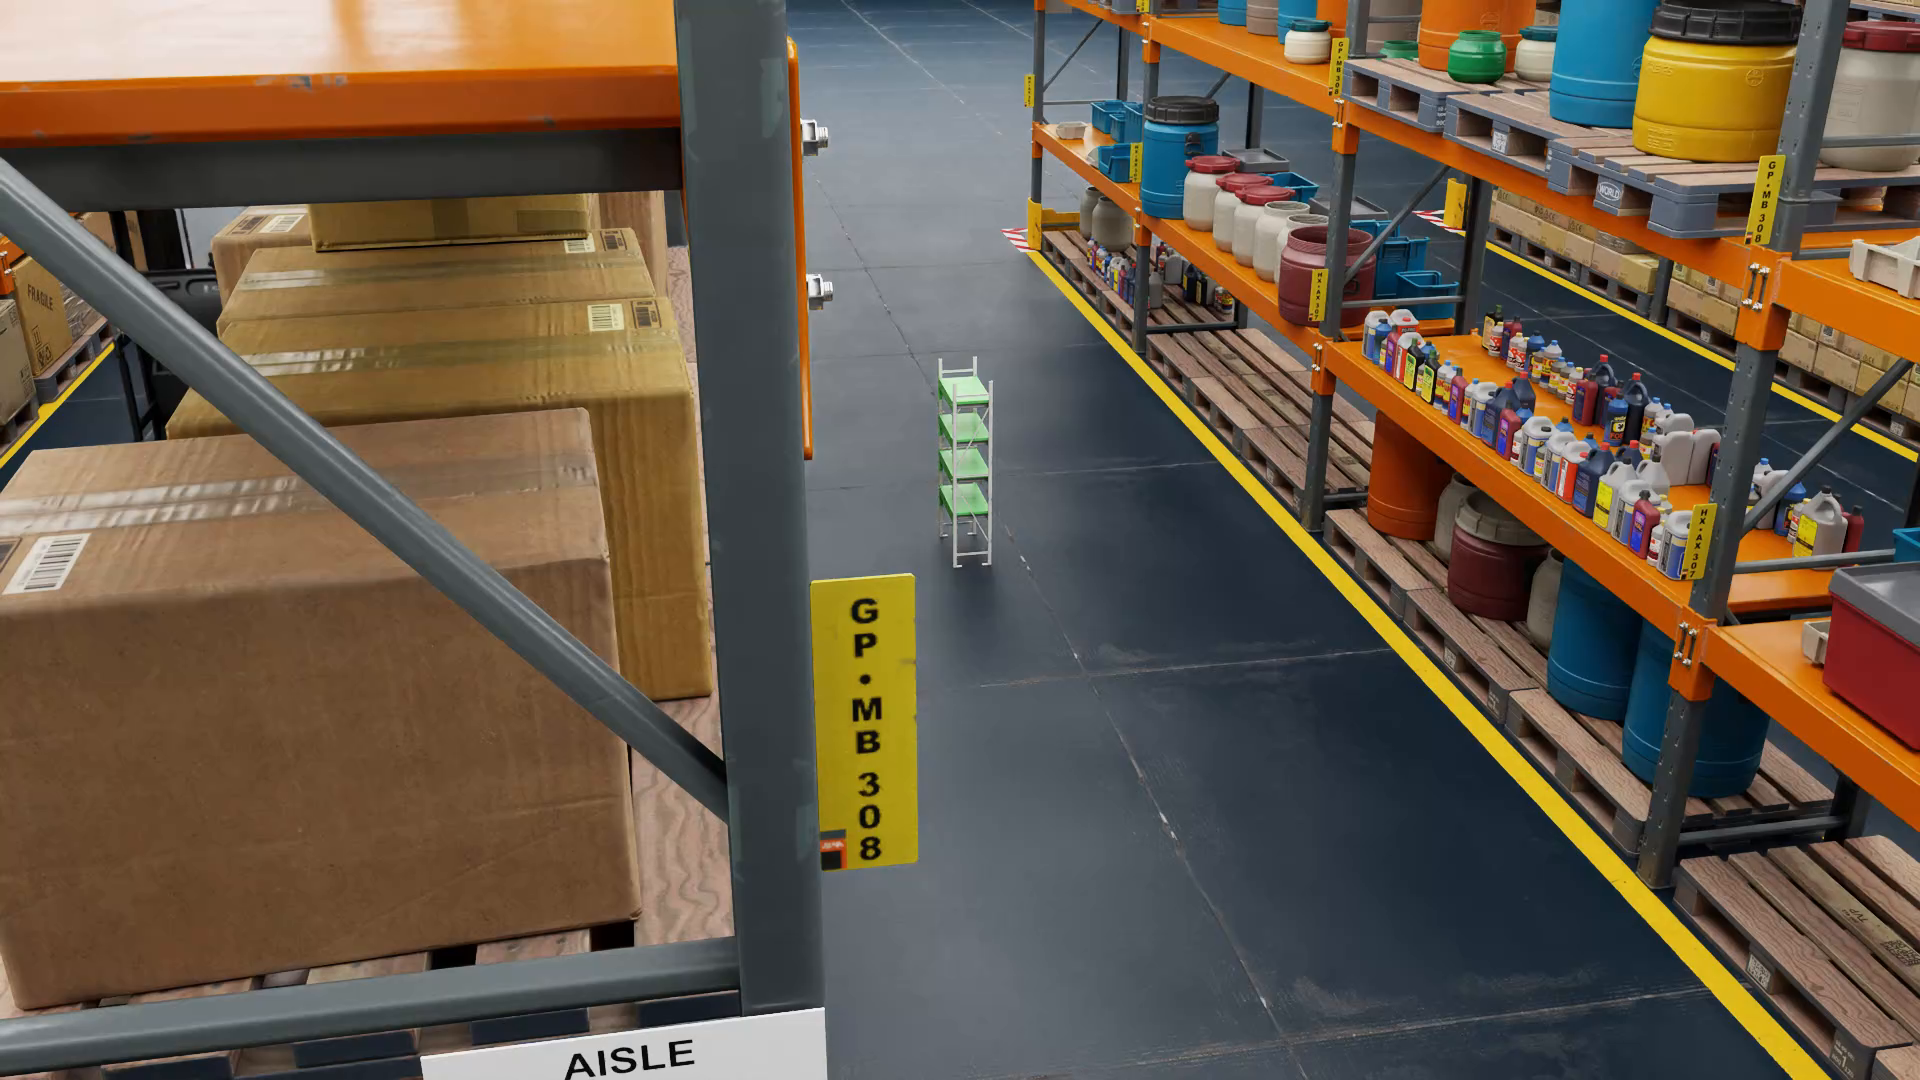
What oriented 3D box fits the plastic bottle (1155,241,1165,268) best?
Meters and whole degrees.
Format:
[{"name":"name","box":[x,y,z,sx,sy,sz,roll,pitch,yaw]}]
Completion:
[{"name":"plastic bottle","box":[1.955,-2.782,16.217,0.061,0.283,0.133,-4,24,-10]}]

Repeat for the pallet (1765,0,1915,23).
[{"name":"pallet","box":[7.054,-4.357,13.471,0.805,0.209,1.217,-5,24,-12]}]

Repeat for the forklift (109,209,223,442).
[{"name":"forklift","box":[-4.748,-1.495,10.511,1.130,2.935,3.031,-4,24,-9]}]

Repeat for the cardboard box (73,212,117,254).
[{"name":"cardboard box","box":[-8.136,-2.542,14.952,0.875,0.875,0.875,-5,24,-11]}]

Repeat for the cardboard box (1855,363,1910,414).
[{"name":"cardboard box","box":[7.182,-1.167,12.585,0.500,0.250,0.500,-5,24,-10]}]

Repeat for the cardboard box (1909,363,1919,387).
[{"name":"cardboard box","box":[7.279,-1.220,12.006,0.500,0.311,0.500,-4,24,-8]}]

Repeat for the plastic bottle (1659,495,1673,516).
[{"name":"plastic bottle","box":[3.150,-0.105,7.491,0.097,0.201,0.097,0,24,0]}]

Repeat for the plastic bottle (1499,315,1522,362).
[{"name":"plastic bottle","box":[3.286,-1.206,9.910,0.061,0.283,0.133,-4,24,-10]}]

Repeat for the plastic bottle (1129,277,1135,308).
[{"name":"plastic bottle","box":[1.607,-2.271,14.962,0.144,0.351,0.185,-5,24,-11]}]

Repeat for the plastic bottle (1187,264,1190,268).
[{"name":"plastic bottle","box":[2.169,-2.480,15.540,0.097,0.271,0.097,0,24,0]}]

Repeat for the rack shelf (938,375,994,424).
[{"name":"rack shelf","box":[0.031,-0.866,10.194,0.258,0.148,0.480,-4,24,-10]}]

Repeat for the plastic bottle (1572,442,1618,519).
[{"name":"plastic bottle","box":[2.963,-0.292,7.733,0.144,0.351,0.185,-4,24,-10]}]

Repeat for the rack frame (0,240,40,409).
[{"name":"rack frame","box":[-7.751,-2.357,12.400,1.000,3.000,0.127,-4,24,-10]}]

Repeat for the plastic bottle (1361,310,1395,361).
[{"name":"plastic bottle","box":[2.512,-1.227,9.967,0.152,0.276,0.135,-4,24,-10]}]

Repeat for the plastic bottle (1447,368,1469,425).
[{"name":"plastic bottle","box":[2.680,-0.773,8.917,0.061,0.283,0.133,-4,24,-10]}]

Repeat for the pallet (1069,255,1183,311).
[{"name":"pallet","box":[1.697,-2.522,16.260,1.003,0.211,1.213,-4,24,-10]}]

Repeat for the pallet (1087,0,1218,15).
[{"name":"pallet","box":[1.780,-4.616,14.059,1.213,0.211,1.003,-4,24,-10]}]

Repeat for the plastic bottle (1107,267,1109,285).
[{"name":"plastic bottle","box":[1.437,-2.514,15.704,0.097,0.201,0.097,0,24,0]}]

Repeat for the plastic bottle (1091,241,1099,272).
[{"name":"plastic bottle","box":[1.323,-2.755,16.154,0.061,0.283,0.133,-4,24,-9]}]

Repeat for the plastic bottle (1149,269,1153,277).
[{"name":"plastic bottle","box":[1.713,-2.333,15.198,0.152,0.276,0.135,-4,24,-10]}]

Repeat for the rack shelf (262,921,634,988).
[{"name":"rack shelf","box":[-1.009,0.204,3.687,1.077,0.370,4.000,-4,24,-10]}]

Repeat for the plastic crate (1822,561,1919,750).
[{"name":"plastic crate","box":[3.407,0.408,5.913,0.402,0.464,0.583,-4,24,-10]}]

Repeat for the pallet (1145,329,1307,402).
[{"name":"pallet","box":[2.193,-1.467,13.846,1.003,0.211,1.213,-4,24,-10]}]

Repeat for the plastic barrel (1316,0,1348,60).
[{"name":"plastic barrel","box":[2.690,-3.646,11.065,0.600,0.830,0.708,-4,24,-10]}]

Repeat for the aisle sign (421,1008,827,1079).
[{"name":"aisle sign","box":[-0.331,0.850,1.808,0.394,0.787,0.004,-4,24,-10]}]

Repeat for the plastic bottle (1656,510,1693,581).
[{"name":"plastic bottle","box":[3.098,0.021,7.109,0.152,0.276,0.135,-4,24,-10]}]

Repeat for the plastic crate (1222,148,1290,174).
[{"name":"plastic crate","box":[2.400,-2.913,13.592,0.402,0.464,0.583,-4,24,-10]}]

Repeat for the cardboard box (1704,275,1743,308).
[{"name":"cardboard box","box":[6.797,-2.228,14.313,0.500,0.311,0.500,-5,24,-10]}]

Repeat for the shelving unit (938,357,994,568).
[{"name":"shelving unit","box":[0.031,-0.485,10.361,0.258,1.200,0.503,-4,24,-10]}]

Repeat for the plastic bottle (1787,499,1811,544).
[{"name":"plastic bottle","box":[3.776,-0.086,7.447,0.097,0.201,0.097,0,24,0]}]

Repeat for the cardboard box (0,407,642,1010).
[{"name":"cardboard box","box":[-0.788,0.176,2.077,0.700,0.500,0.500,-6,24,-13]}]

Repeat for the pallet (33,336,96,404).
[{"name":"pallet","box":[-7.815,-1.384,13.656,1.003,0.211,1.213,-4,24,-10]}]

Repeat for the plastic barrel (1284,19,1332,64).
[{"name":"plastic barrel","box":[2.285,-3.272,10.919,0.301,0.262,0.301,0,24,0]}]

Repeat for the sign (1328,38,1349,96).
[{"name":"sign","box":[2.210,-2.761,9.707,0.100,0.325,0.005,-4,24,-10]}]

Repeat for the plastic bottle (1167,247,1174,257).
[{"name":"plastic bottle","box":[2.086,-2.732,16.112,0.152,0.276,0.135,-5,24,-11]}]

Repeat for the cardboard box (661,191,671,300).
[{"name":"cardboard box","box":[-1.175,-0.893,4.526,0.700,0.500,0.500,-6,24,-13]}]

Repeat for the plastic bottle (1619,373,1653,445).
[{"name":"plastic bottle","box":[3.502,-0.687,8.638,0.144,0.351,0.185,-4,24,-10]}]

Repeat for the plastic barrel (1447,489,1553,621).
[{"name":"plastic barrel","box":[3.065,0.070,9.330,0.600,0.588,0.708,-4,24,-10]}]

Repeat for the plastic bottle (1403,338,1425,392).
[{"name":"plastic bottle","box":[2.577,-0.992,9.420,0.061,0.283,0.133,-4,24,-10]}]

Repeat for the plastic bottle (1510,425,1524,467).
[{"name":"plastic bottle","box":[2.821,-0.475,8.337,0.097,0.201,0.097,0,24,0]}]

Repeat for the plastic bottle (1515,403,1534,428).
[{"name":"plastic bottle","box":[2.856,-0.564,8.453,0.097,0.271,0.097,0,24,0]}]

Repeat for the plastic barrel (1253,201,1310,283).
[{"name":"plastic barrel","box":[2.271,-2.084,11.634,0.421,0.512,0.421,0,24,0]}]

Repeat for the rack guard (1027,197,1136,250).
[{"name":"rack guard","box":[1.330,-3.453,18.031,1.175,0.500,0.348,-4,24,-10]}]

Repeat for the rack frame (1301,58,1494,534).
[{"name":"rack frame","box":[2.749,-1.478,10.386,1.000,3.000,0.127,-4,24,-10]}]

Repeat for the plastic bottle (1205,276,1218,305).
[{"name":"plastic bottle","box":[2.295,-2.288,15.094,0.152,0.276,0.135,-3,24,-8]}]

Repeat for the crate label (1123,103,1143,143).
[{"name":"crate label","box":[1.876,-3.937,15.972,0.502,0.435,0.616,-4,24,-10]}]

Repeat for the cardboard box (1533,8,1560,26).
[{"name":"cardboard box","box":[6.325,-5.218,17.205,0.700,0.500,0.500,-5,24,-11]}]

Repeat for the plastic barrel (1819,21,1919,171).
[{"name":"plastic barrel","box":[3.638,-1.760,6.589,0.433,0.535,0.433,0,24,0]}]

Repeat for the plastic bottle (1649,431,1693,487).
[{"name":"plastic bottle","box":[3.457,-0.411,8.098,0.152,0.276,0.135,-4,24,-10]}]

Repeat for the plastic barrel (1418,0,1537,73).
[{"name":"plastic barrel","box":[2.851,-3.018,9.104,0.600,0.830,0.708,-4,24,-10]}]

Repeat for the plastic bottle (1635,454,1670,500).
[{"name":"plastic bottle","box":[3.139,-0.230,7.591,0.144,0.351,0.185,-4,24,-10]}]

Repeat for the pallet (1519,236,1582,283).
[{"name":"pallet","box":[6.543,-2.935,17.207,1.003,0.211,1.213,-4,24,-10]}]

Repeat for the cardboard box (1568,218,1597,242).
[{"name":"cardboard box","box":[6.400,-3.253,16.424,0.500,0.500,0.500,-4,24,-10]}]

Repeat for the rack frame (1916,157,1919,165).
[{"name":"rack frame","box":[11.006,-5.358,19.270,1.000,3.000,0.127,-4,24,-10]}]

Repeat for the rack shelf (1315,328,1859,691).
[{"name":"rack shelf","box":[3.119,-0.362,8.729,1.077,0.370,4.000,-4,24,-10]}]

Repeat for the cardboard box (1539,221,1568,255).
[{"name":"cardboard box","box":[6.295,-3.105,17.022,0.500,0.250,0.500,-4,24,-10]}]
